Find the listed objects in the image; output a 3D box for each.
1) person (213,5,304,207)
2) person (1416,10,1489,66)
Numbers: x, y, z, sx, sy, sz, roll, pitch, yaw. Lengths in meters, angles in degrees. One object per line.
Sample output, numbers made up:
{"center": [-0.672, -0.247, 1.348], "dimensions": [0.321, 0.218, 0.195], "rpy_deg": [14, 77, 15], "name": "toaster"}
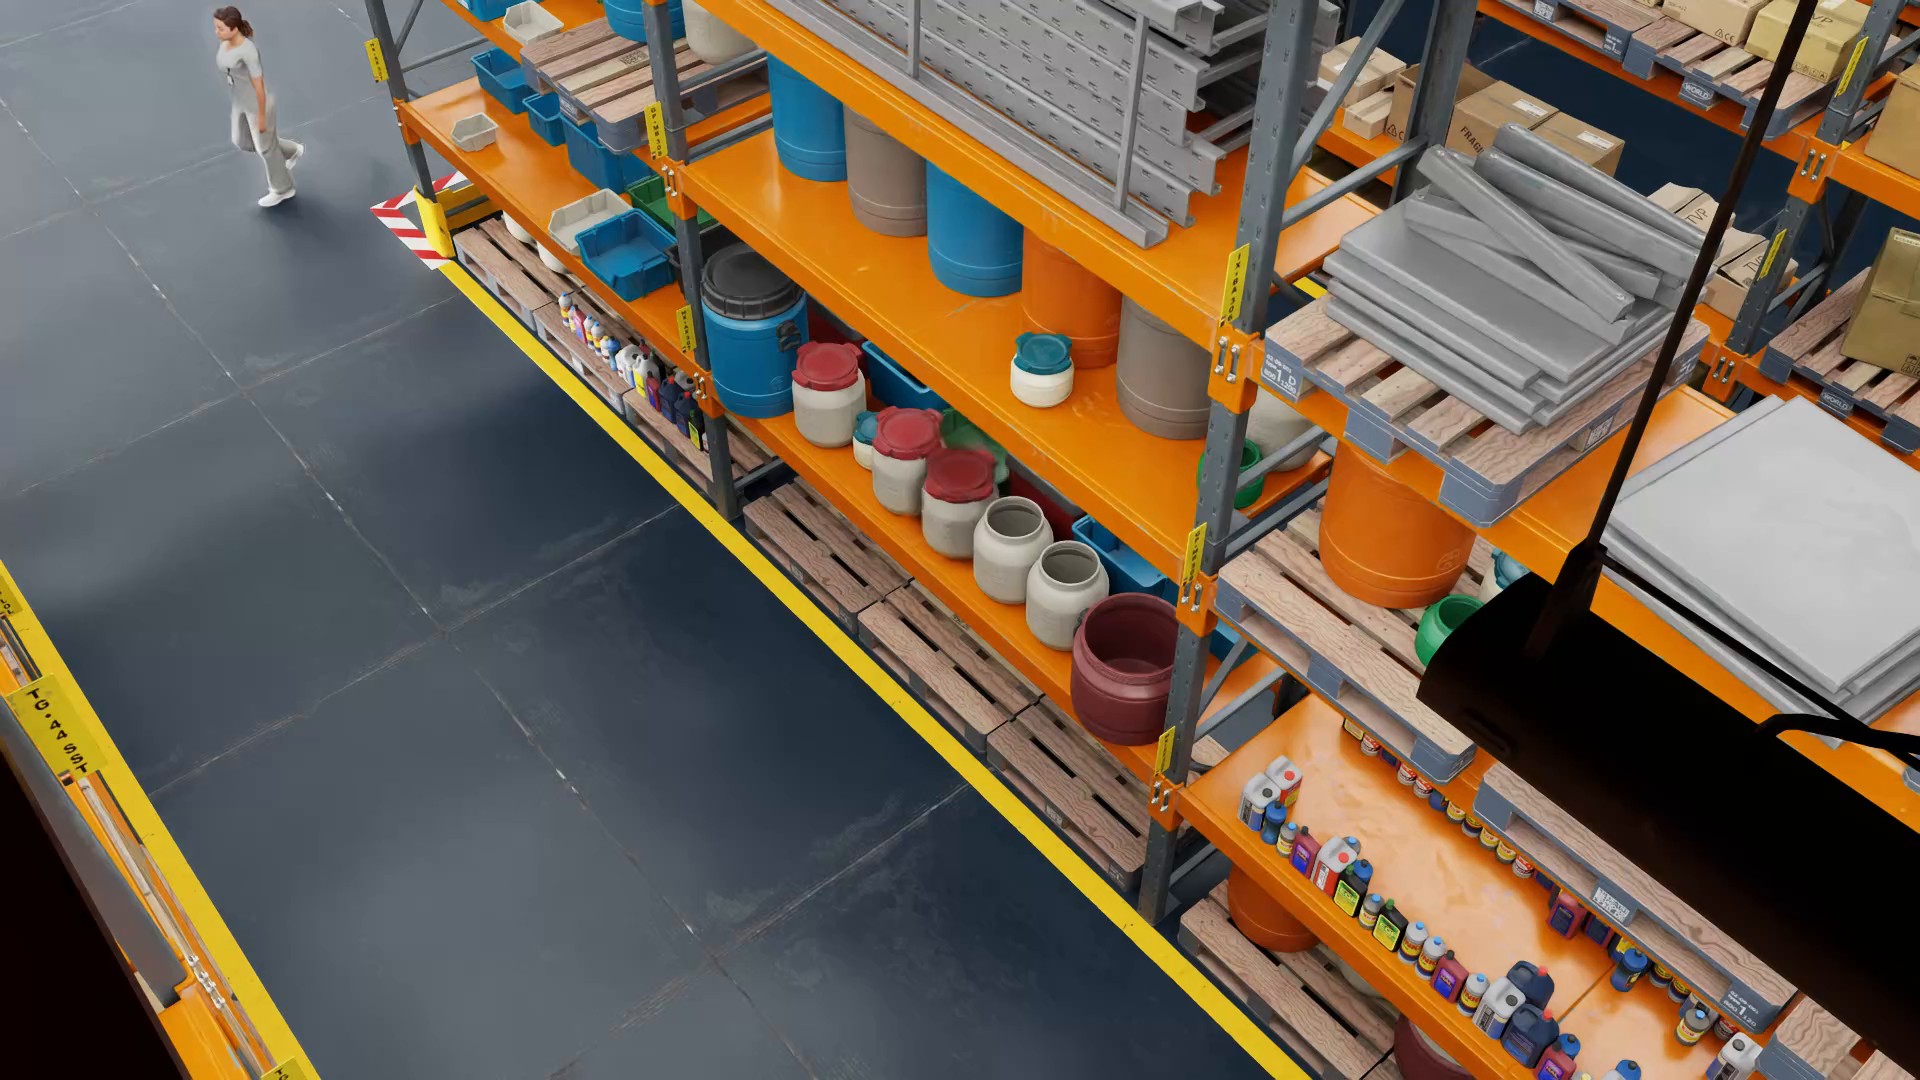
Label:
{"center": [-5.520, -3.434, 13.069], "dimensions": [0.467, 1.667, 0.551], "rpy_deg": [32, 54, 27], "name": "person"}
{"center": [4.207, -4.527, 14.128], "dimensions": [0.768, 1.723, 0.570], "rpy_deg": [19, 49, 17], "name": "person"}
